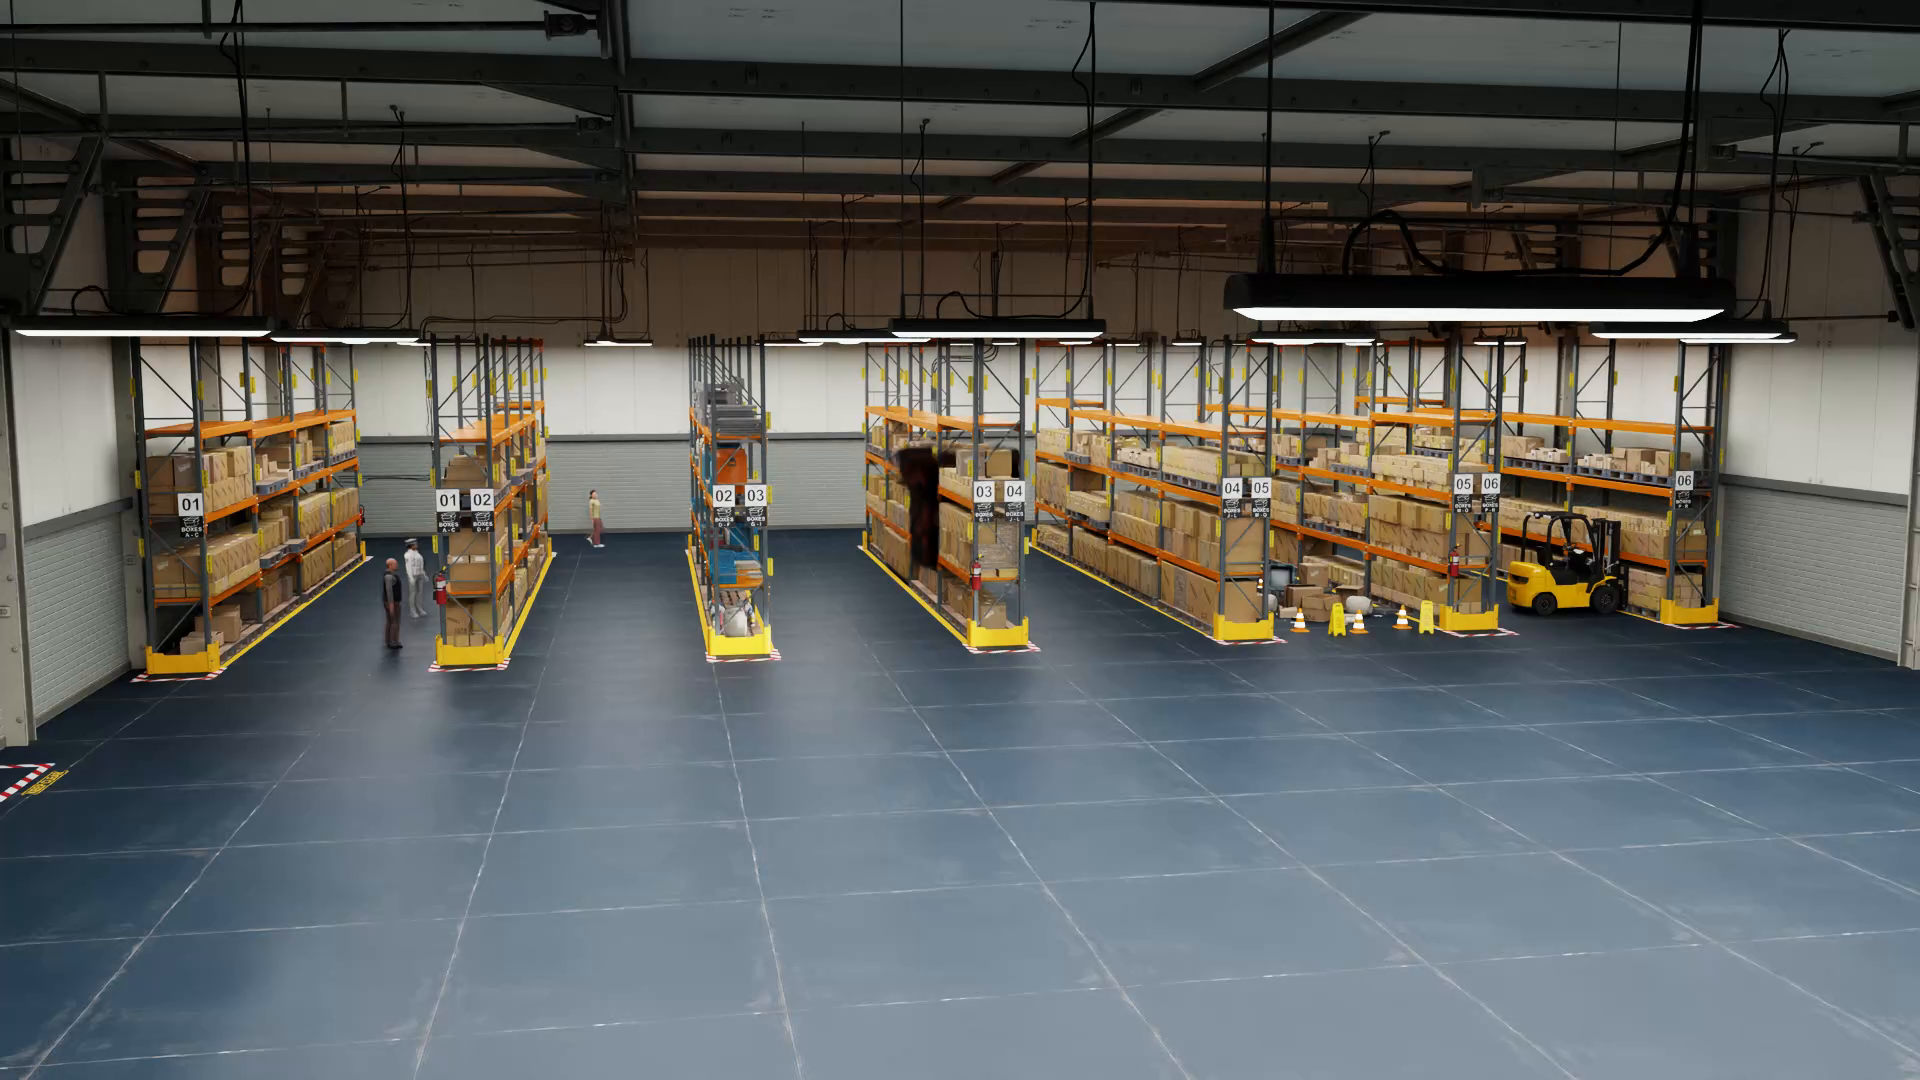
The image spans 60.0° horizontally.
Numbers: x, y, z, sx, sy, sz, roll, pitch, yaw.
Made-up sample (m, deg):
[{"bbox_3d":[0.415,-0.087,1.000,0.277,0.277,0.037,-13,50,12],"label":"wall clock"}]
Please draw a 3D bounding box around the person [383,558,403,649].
[{"bbox_3d":[-10.862,1.211,31.906,0.401,1.736,0.563,-4,8,-31],"label":"person"}]

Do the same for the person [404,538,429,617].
[{"bbox_3d":[-11.704,0.804,35.855,0.436,1.703,0.514,4,7,29],"label":"person"}]

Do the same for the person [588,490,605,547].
[{"bbox_3d":[-10.536,-0.622,48.029,0.491,1.659,0.443,0,7,-3],"label":"person"}]

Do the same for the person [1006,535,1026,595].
[{"bbox_3d":[1.205,0.291,37.746,0.533,1.828,0.857,-1,7,-10],"label":"person"}]

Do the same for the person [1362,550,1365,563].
[{"bbox_3d":[10.591,-0.052,43.347,0.409,1.677,0.547,1,7,12],"label":"person"}]
